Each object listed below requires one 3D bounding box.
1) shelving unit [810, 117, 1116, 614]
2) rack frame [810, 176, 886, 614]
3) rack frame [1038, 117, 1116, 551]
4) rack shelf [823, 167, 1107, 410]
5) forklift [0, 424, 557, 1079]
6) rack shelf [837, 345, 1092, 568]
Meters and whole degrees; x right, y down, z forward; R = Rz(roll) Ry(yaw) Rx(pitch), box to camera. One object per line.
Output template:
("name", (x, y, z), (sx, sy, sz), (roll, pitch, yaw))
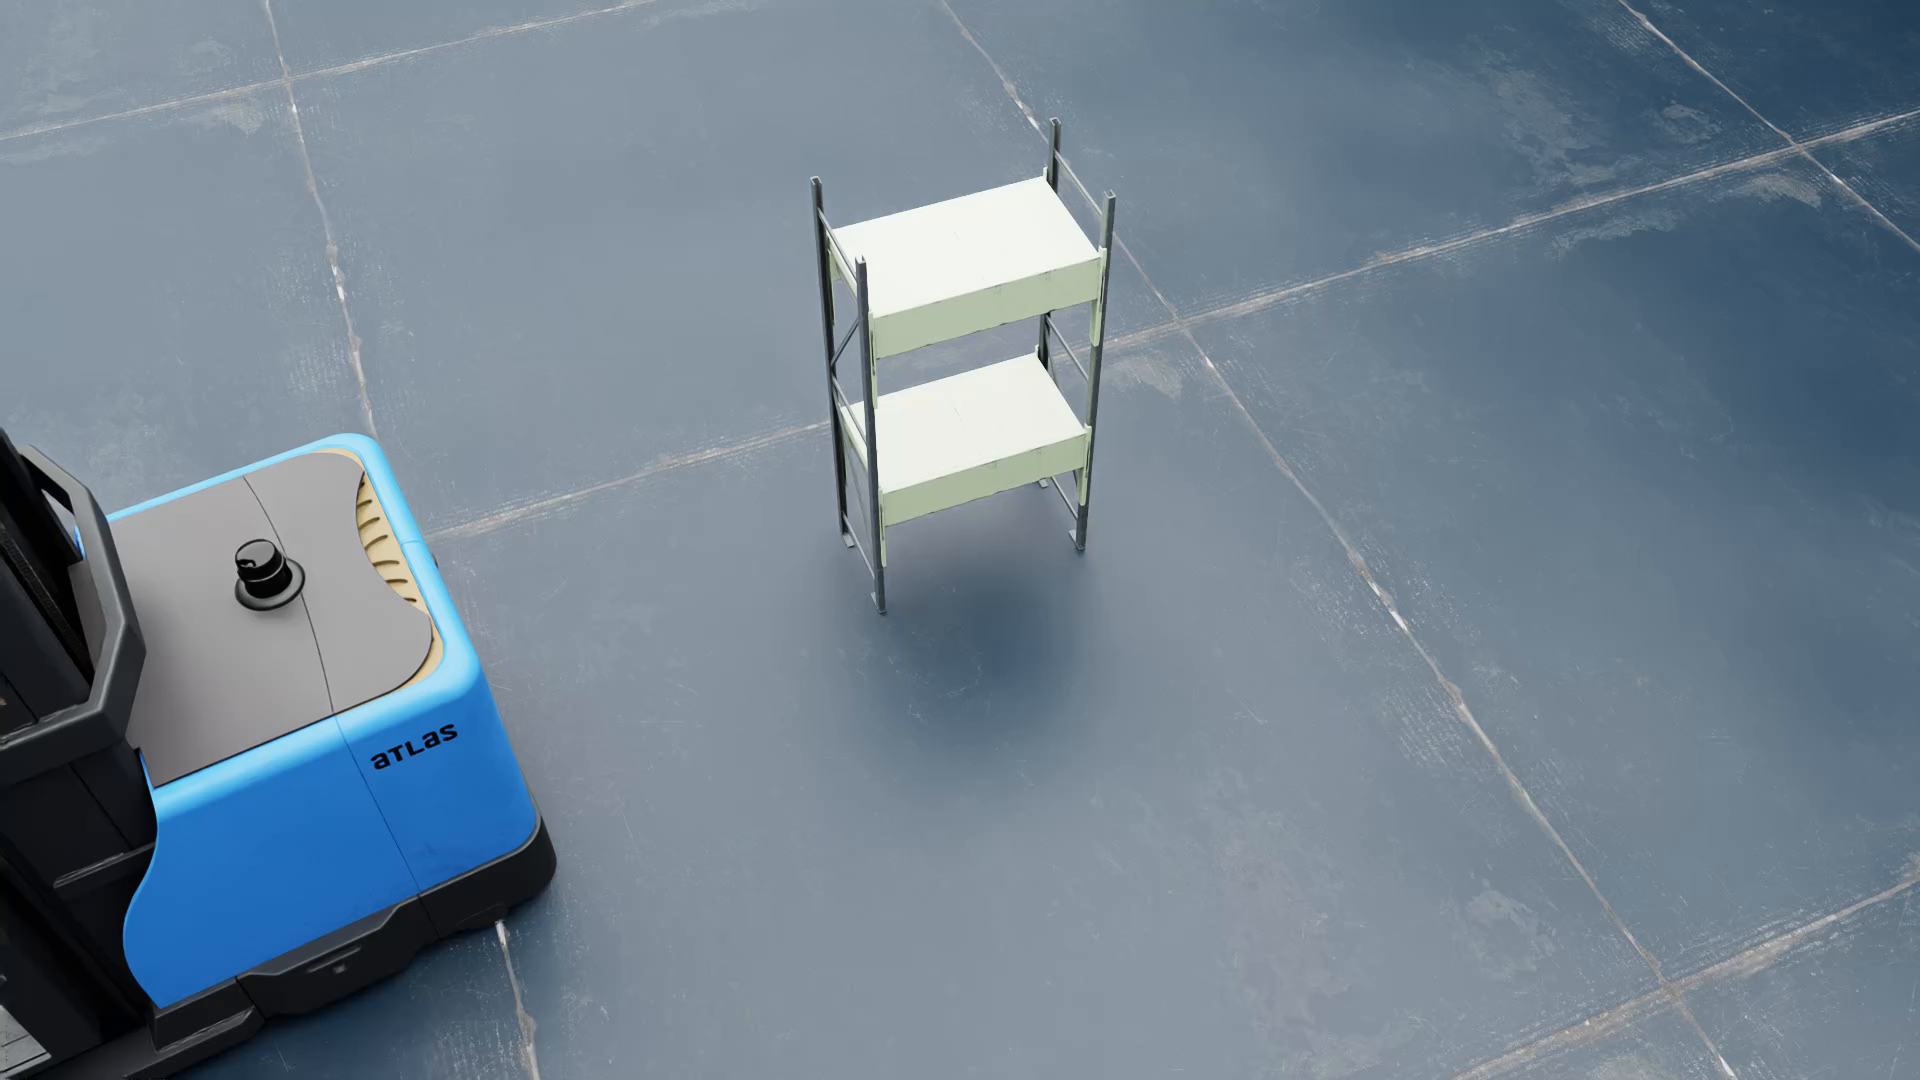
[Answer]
("shelving unit", (0.006, -0.491, 5.183), (0.755, 1.500, 0.431), (-17, 52, -14))
("rack frame", (-0.333, -0.386, 5.093), (0.023, 1.500, 0.400), (-17, 52, -14))
("rack frame", (0.345, -0.596, 5.273), (0.023, 1.500, 0.400), (-17, 52, -14))
("rack shelf", (0.006, -0.745, 4.887), (0.720, 0.370, 0.431), (-17, 52, -14))
("forklift", (-2.713, 0.292, 3.568), (3.031, 2.935, 1.130), (-23, 53, -19))
("rack shelf", (0.006, -0.278, 5.430), (0.720, 0.370, 0.431), (-17, 52, -14))
